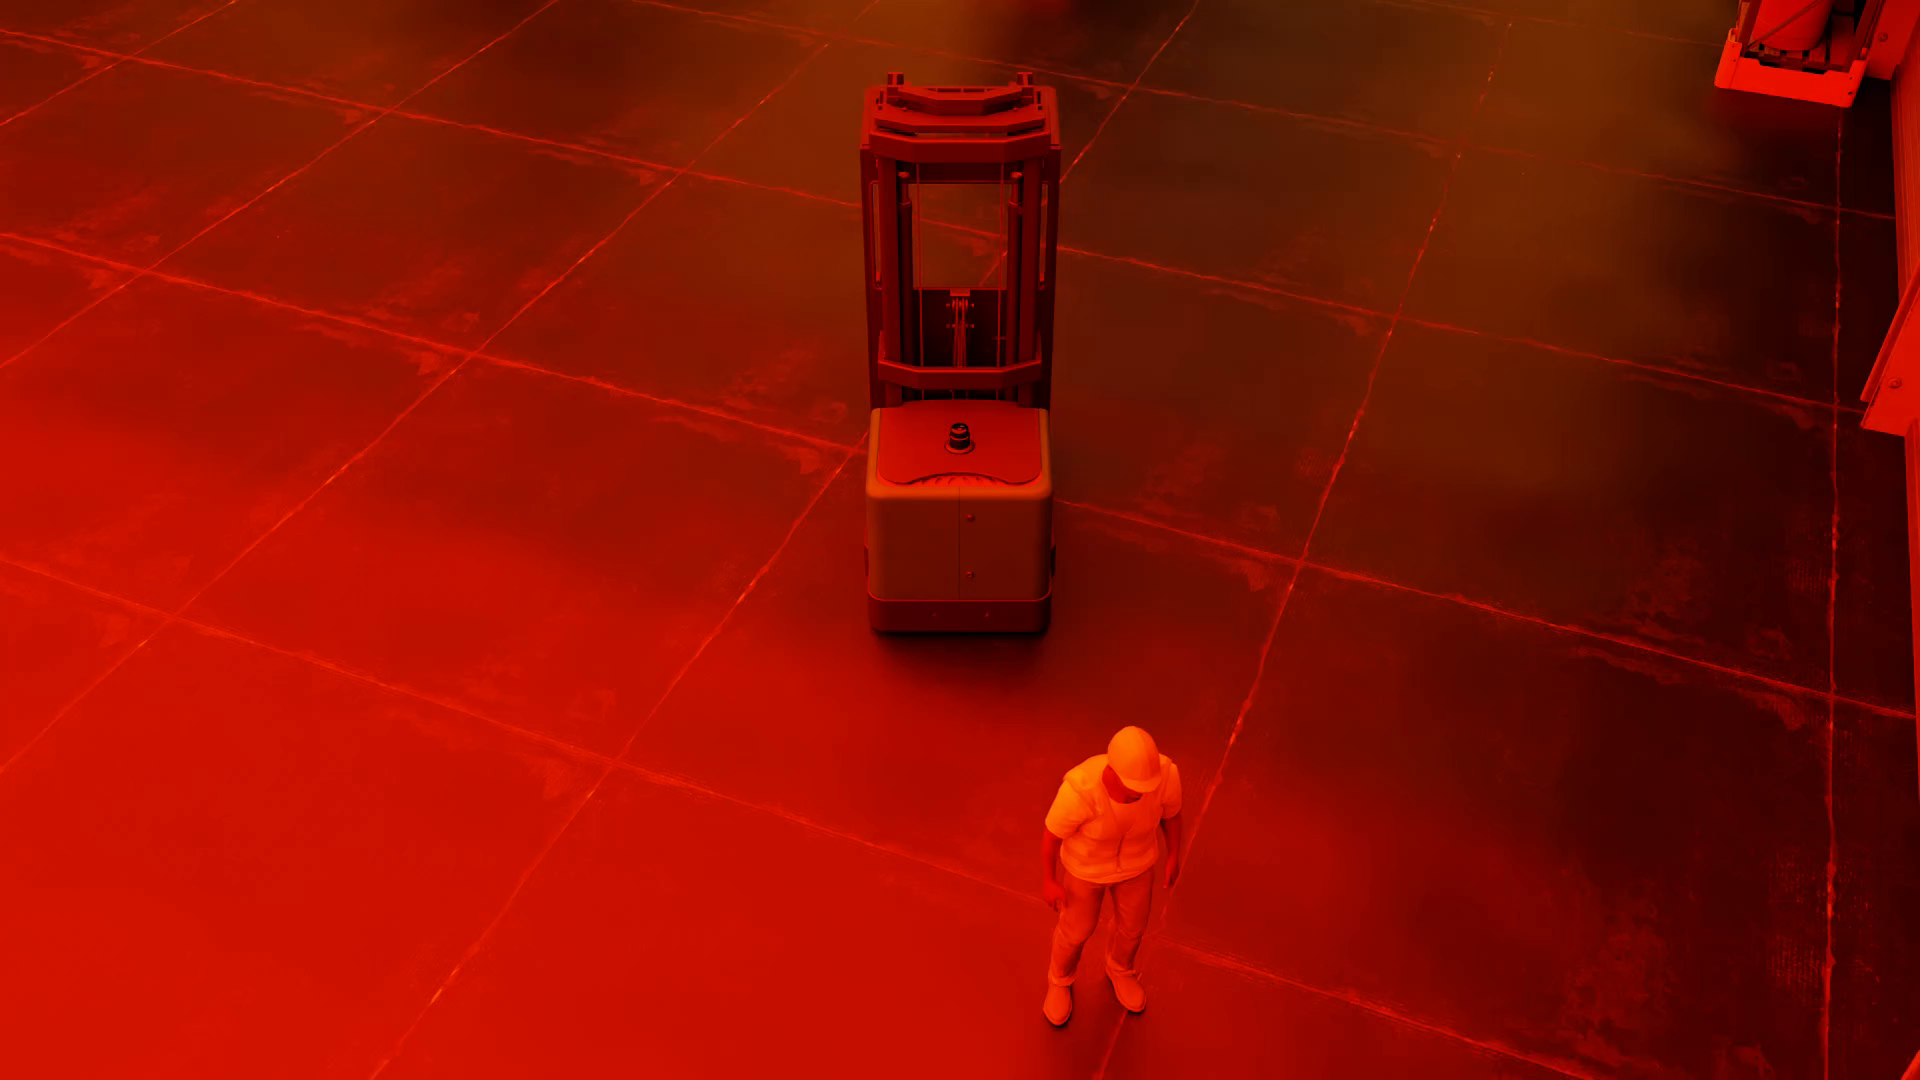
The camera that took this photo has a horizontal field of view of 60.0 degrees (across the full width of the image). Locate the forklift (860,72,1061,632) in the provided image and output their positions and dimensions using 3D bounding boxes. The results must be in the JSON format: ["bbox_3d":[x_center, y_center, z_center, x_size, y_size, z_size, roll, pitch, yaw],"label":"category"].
[{"bbox_3d":[0.002,-1.515,9.816,1.130,2.935,3.031,0,40,0],"label":"forklift"}]

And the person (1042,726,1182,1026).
[{"bbox_3d":[0.662,1.423,7.222,0.634,1.759,0.460,-8,41,-10],"label":"person"}]
